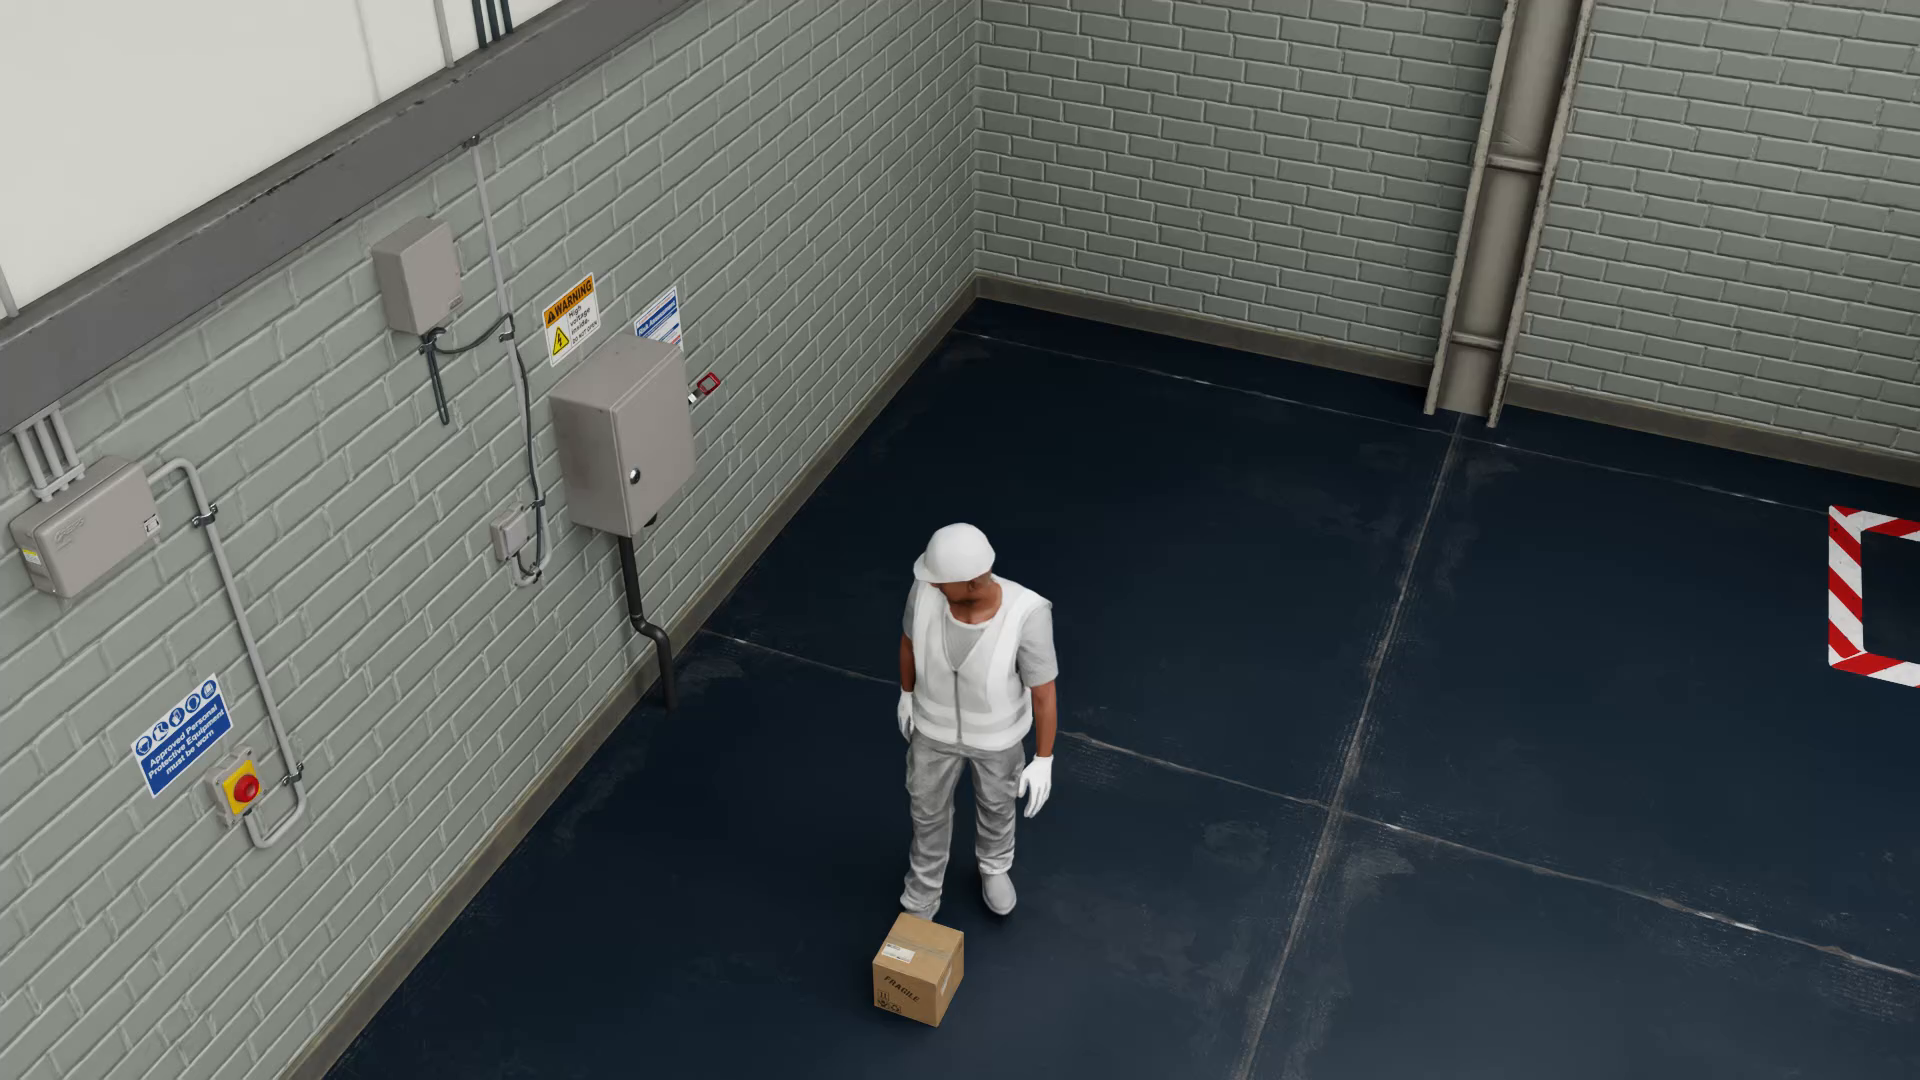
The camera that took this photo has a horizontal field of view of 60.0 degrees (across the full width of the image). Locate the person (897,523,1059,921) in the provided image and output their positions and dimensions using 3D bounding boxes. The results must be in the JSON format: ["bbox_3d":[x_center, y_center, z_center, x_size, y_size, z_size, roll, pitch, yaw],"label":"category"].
[{"bbox_3d":[0.042,0.720,5.846,0.624,1.818,0.555,9,38,12],"label":"person"}]
